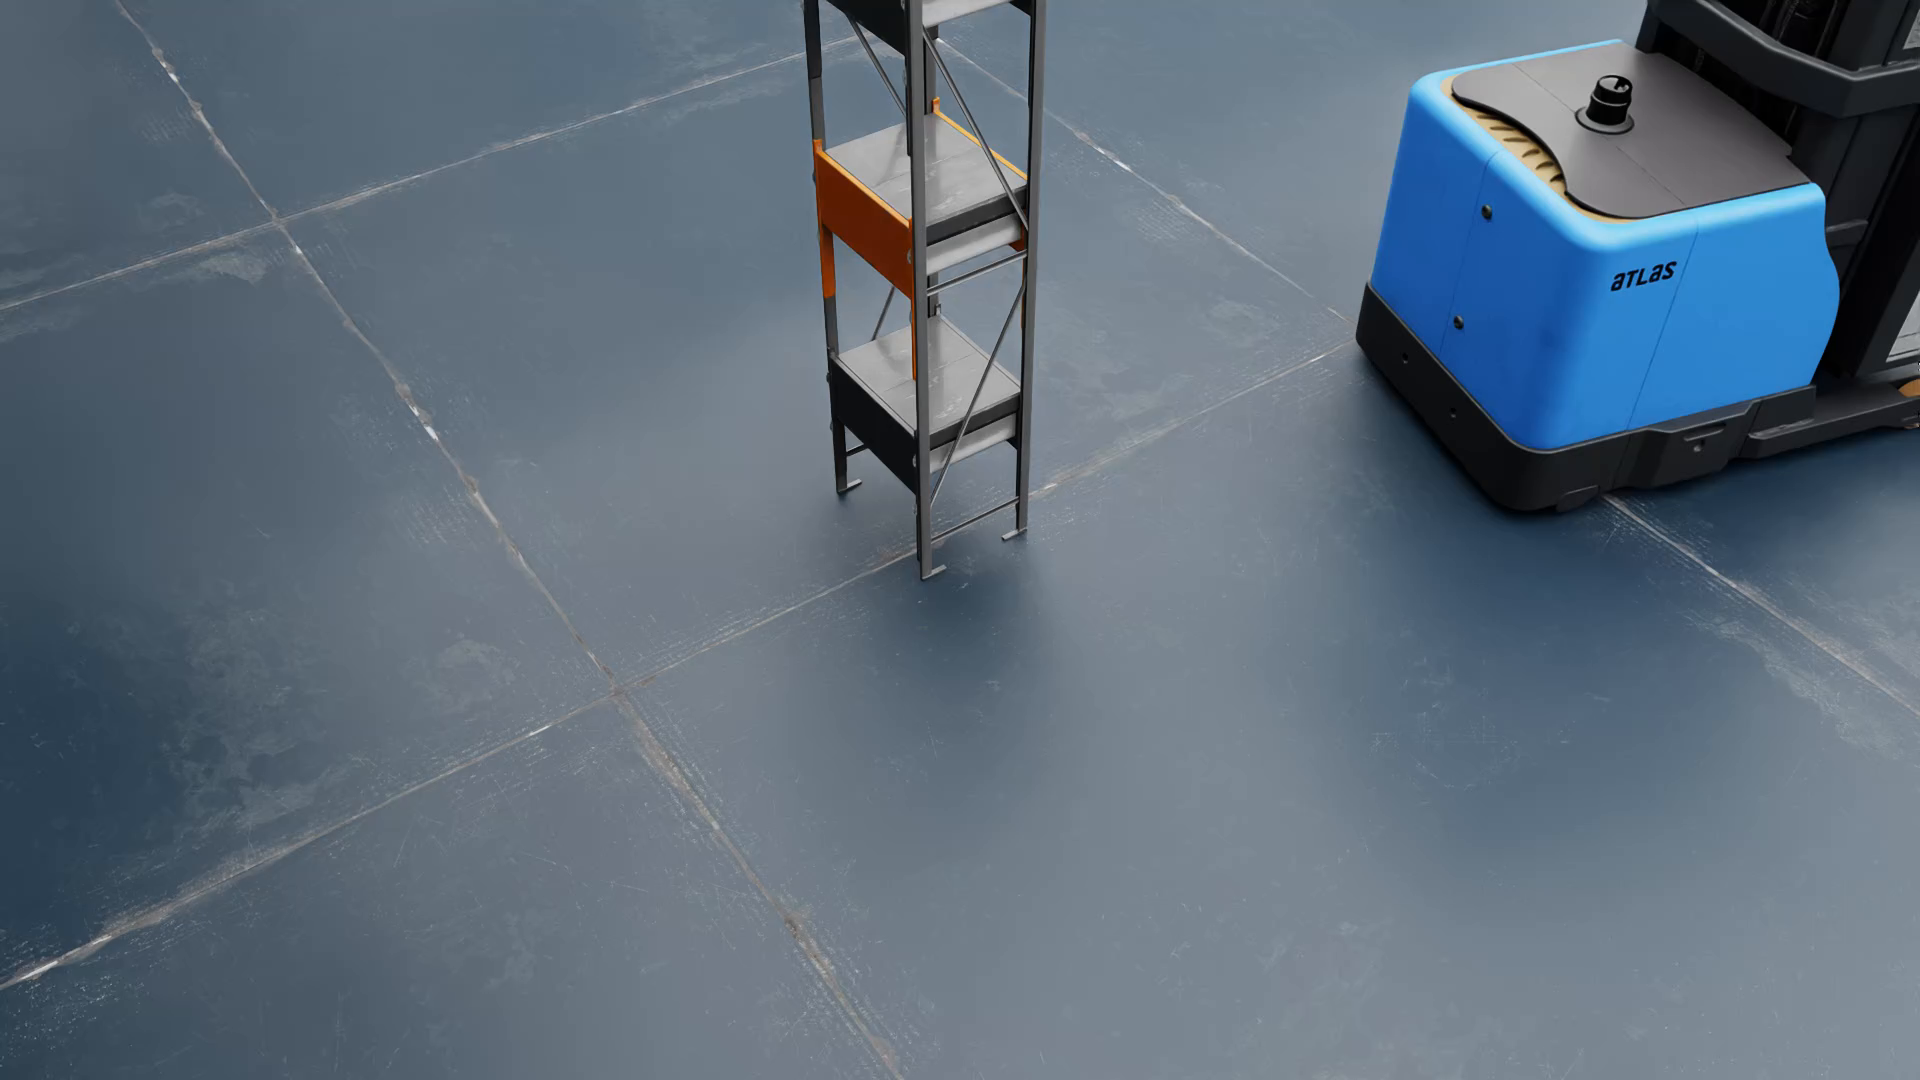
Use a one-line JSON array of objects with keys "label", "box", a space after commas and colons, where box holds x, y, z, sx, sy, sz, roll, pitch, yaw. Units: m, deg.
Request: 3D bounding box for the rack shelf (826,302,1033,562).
[{"label": "rack shelf", "box": [-0.095, -0.337, 5.116, 0.431, 0.518, 0.480, -26, 49, -24]}]

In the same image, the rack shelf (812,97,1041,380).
[{"label": "rack shelf", "box": [-0.095, -0.843, 4.633, 0.431, 0.518, 0.480, -26, 49, -24]}]

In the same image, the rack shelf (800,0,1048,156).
[{"label": "rack shelf", "box": [-0.095, -1.350, 4.149, 0.431, 0.518, 0.480, -26, 49, -24]}]

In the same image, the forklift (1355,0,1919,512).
[{"label": "forklift", "box": [2.975, -1.769, 4.980, 3.031, 2.935, 1.130, -14, 45, -14]}]

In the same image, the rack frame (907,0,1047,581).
[{"label": "rack frame", "box": [0.045, -0.715, 4.478, 0.400, 2.100, 0.015, -26, 49, -24]}]

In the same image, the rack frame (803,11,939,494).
[{"label": "rack frame", "box": [-0.234, -0.991, 4.768, 0.400, 2.100, 0.015, -26, 49, -24]}]

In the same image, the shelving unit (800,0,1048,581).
[{"label": "shelving unit", "box": [-0.095, -0.853, 4.623, 0.431, 2.100, 0.503, -26, 49, -24]}]
